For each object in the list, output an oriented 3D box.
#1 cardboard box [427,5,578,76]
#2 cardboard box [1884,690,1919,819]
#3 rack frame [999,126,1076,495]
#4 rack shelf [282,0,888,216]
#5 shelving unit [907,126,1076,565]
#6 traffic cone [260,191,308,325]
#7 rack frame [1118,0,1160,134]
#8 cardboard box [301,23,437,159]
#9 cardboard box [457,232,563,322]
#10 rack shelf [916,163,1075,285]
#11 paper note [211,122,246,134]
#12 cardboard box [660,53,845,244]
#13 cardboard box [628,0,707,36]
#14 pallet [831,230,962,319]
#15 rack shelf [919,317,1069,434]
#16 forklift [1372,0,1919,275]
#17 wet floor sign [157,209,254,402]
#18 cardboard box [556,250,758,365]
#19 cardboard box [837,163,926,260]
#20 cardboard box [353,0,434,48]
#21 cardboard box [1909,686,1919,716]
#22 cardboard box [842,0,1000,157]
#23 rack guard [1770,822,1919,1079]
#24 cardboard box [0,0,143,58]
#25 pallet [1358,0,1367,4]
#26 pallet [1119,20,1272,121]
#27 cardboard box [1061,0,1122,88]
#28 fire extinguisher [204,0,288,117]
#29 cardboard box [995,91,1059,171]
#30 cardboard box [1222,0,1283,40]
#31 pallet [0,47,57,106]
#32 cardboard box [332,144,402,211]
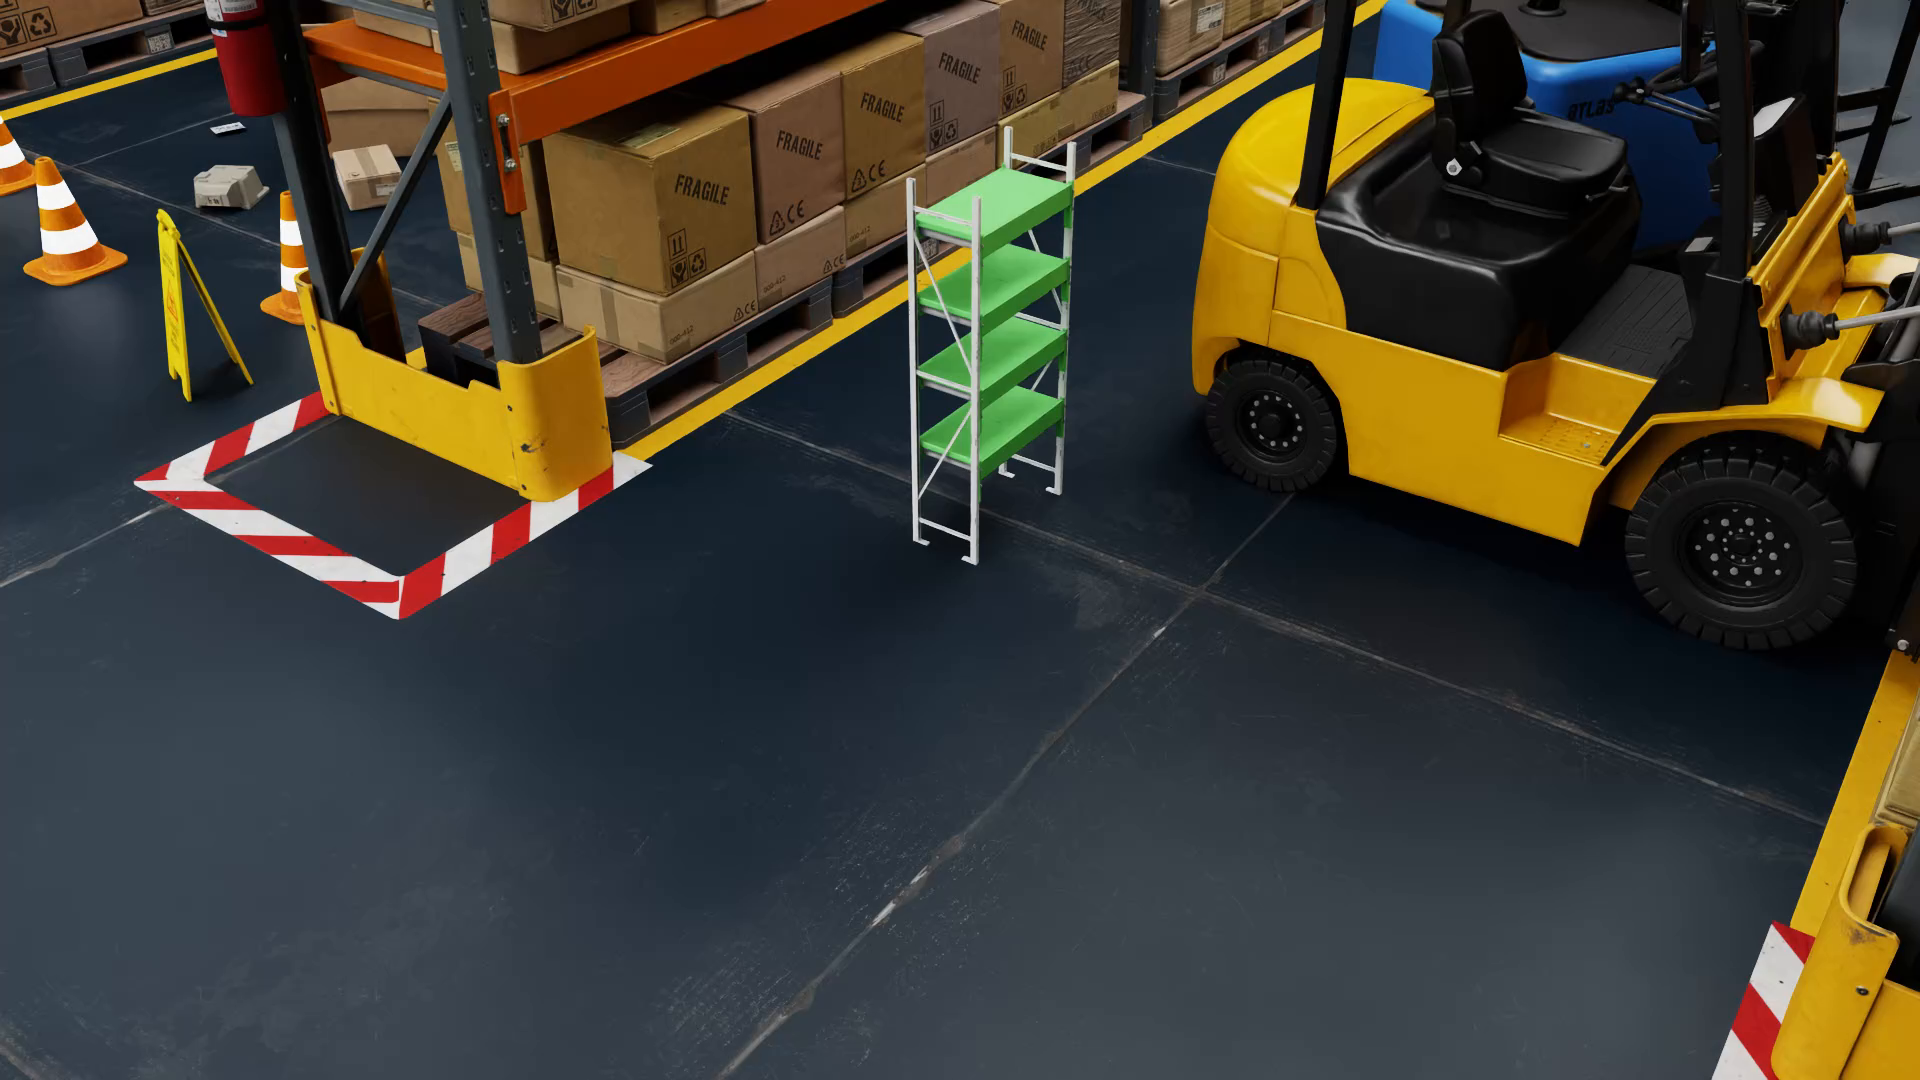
[{"bbox_3d":[-1.406,-1.568,5.115,0.380,0.149,0.250,21,40,28],"label":"cardboard box"},{"bbox_3d":[2.330,0.436,3.561,0.500,0.250,0.500,21,39,28],"label":"cardboard box"},{"bbox_3d":[0.234,-0.686,5.193,0.240,1.200,0.015,21,39,28],"label":"rack frame"},{"bbox_3d":[-0.630,-2.204,6.474,1.077,0.370,4.000,21,39,28],"label":"rack shelf"},{"bbox_3d":[0.094,-0.573,5.027,0.258,1.200,0.503,21,39,28],"label":"shelving unit"},{"bbox_3d":[-2.585,-1.141,6.524,0.336,0.463,0.334,21,39,28],"label":"traffic cone"},{"bbox_3d":[0.511,-3.422,7.633,1.000,3.000,0.127,21,39,28],"label":"rack frame"},{"bbox_3d":[-2.848,-2.164,8.001,0.797,0.503,0.637,-3,34,-4],"label":"cardboard box"},{"bbox_3d":[-1.517,-1.086,6.257,0.500,0.250,0.500,21,39,28],"label":"cardboard box"},{"bbox_3d":[0.094,-0.918,4.793,0.258,0.148,0.480,21,39,28],"label":"rack shelf"},{"bbox_3d":[-3.629,-2.046,8.249,0.142,0.017,0.144,-22,40,-29],"label":"paper note"},{"bbox_3d":[-0.775,-1.463,6.146,0.500,0.500,0.500,20,39,27],"label":"cardboard box"},{"bbox_3d":[-1.056,-1.785,5.436,0.380,0.149,0.250,20,39,27],"label":"cardboard box"},{"bbox_3d":[-0.538,-1.383,7.107,1.003,0.211,1.213,21,39,28],"label":"pallet"},{"bbox_3d":[0.094,-0.520,5.062,0.258,0.148,0.480,21,39,28],"label":"rack shelf"},{"bbox_3d":[3.188,-2.525,6.368,3.031,2.935,1.130,-14,37,-20],"label":"forklift"},{"bbox_3d":[-2.757,-0.861,5.947,0.232,0.644,0.267,-22,40,-29],"label":"wet floor sign"},{"bbox_3d":[-1.083,-0.899,5.982,0.500,0.250,0.500,21,39,28],"label":"cardboard box"},{"bbox_3d":[-0.485,-1.387,6.703,0.500,0.250,0.500,24,41,31],"label":"cardboard box"},{"bbox_3d":[-1.733,-1.718,5.337,0.380,0.149,0.250,23,40,30],"label":"cardboard box"},{"bbox_3d":[2.609,0.424,4.025,0.500,0.250,0.500,21,39,28],"label":"cardboard box"},{"bbox_3d":[-0.185,-1.940,6.852,0.500,0.500,0.500,24,41,31],"label":"cardboard box"},{"bbox_3d":[2.296,1.049,3.253,1.175,0.500,0.348,21,39,28],"label":"rack guard"},{"bbox_3d":[-5.062,-3.149,8.750,0.875,0.875,0.875,21,39,27],"label":"cardboard box"},{"bbox_3d":[2.345,-3.749,10.605,1.003,0.211,1.213,21,39,28],"label":"pallet"},{"bbox_3d":[0.953,-2.626,8.945,1.003,0.211,1.213,21,39,28],"label":"pallet"},{"bbox_3d":[0.394,-2.410,7.546,0.500,0.500,0.500,21,39,28],"label":"cardboard box"},{"bbox_3d":[-2.214,-1.644,5.073,0.296,0.674,0.183,21,39,28],"label":"fire extinguisher"},{"bbox_3d":[0.099,-1.851,7.389,0.500,0.250,0.500,20,39,27],"label":"cardboard box"},{"bbox_3d":[1.215,-3.082,9.101,0.950,0.372,0.625,24,41,31],"label":"cardboard box"},{"bbox_3d":[-5.503,-2.354,8.543,1.003,0.211,1.213,21,39,28],"label":"pallet"},{"bbox_3d":[-2.683,-1.649,7.555,0.250,0.149,0.380,-15,37,-21],"label":"cardboard box"}]
